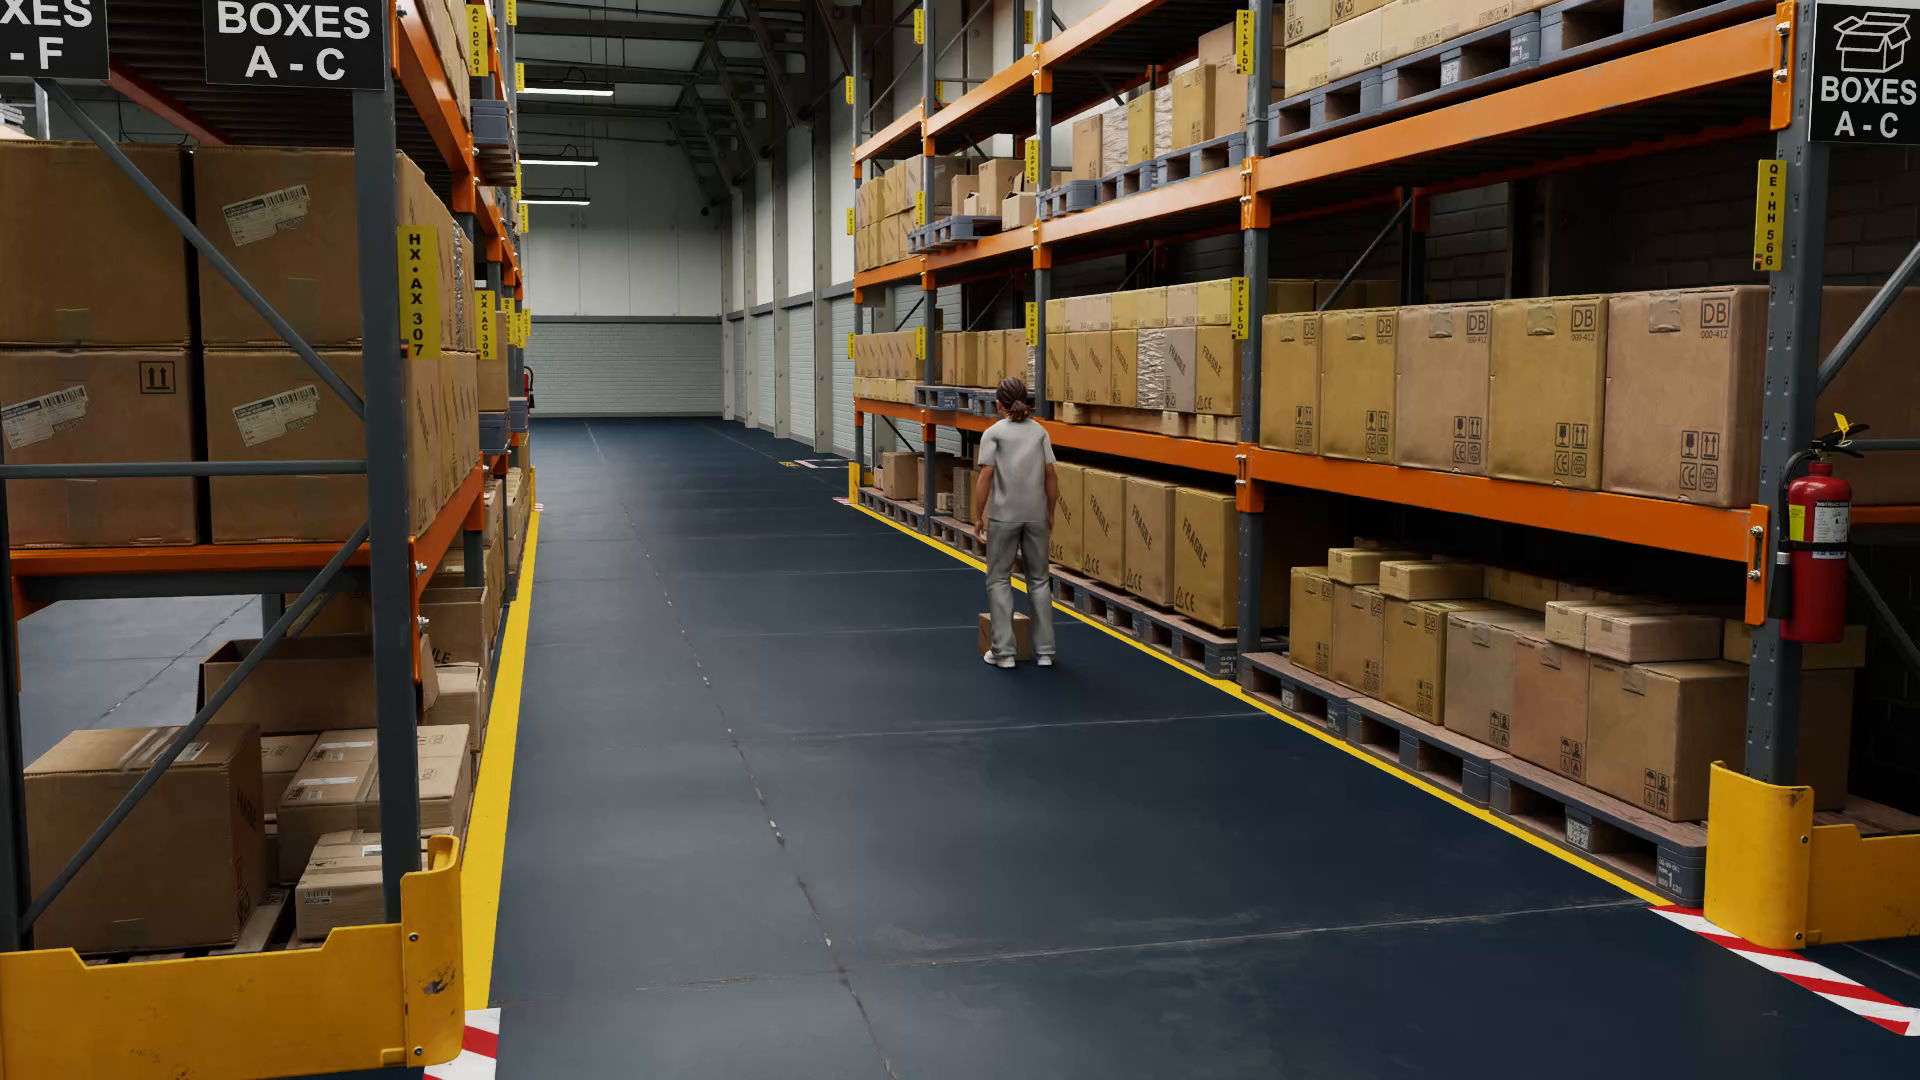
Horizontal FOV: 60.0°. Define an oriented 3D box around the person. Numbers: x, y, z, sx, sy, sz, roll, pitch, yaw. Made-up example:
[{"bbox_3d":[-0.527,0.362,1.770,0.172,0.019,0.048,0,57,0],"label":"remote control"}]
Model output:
[{"bbox_3d":[0.330,-0.105,9.607,0.508,1.673,0.354,-2,6,-16],"label":"person"}]
